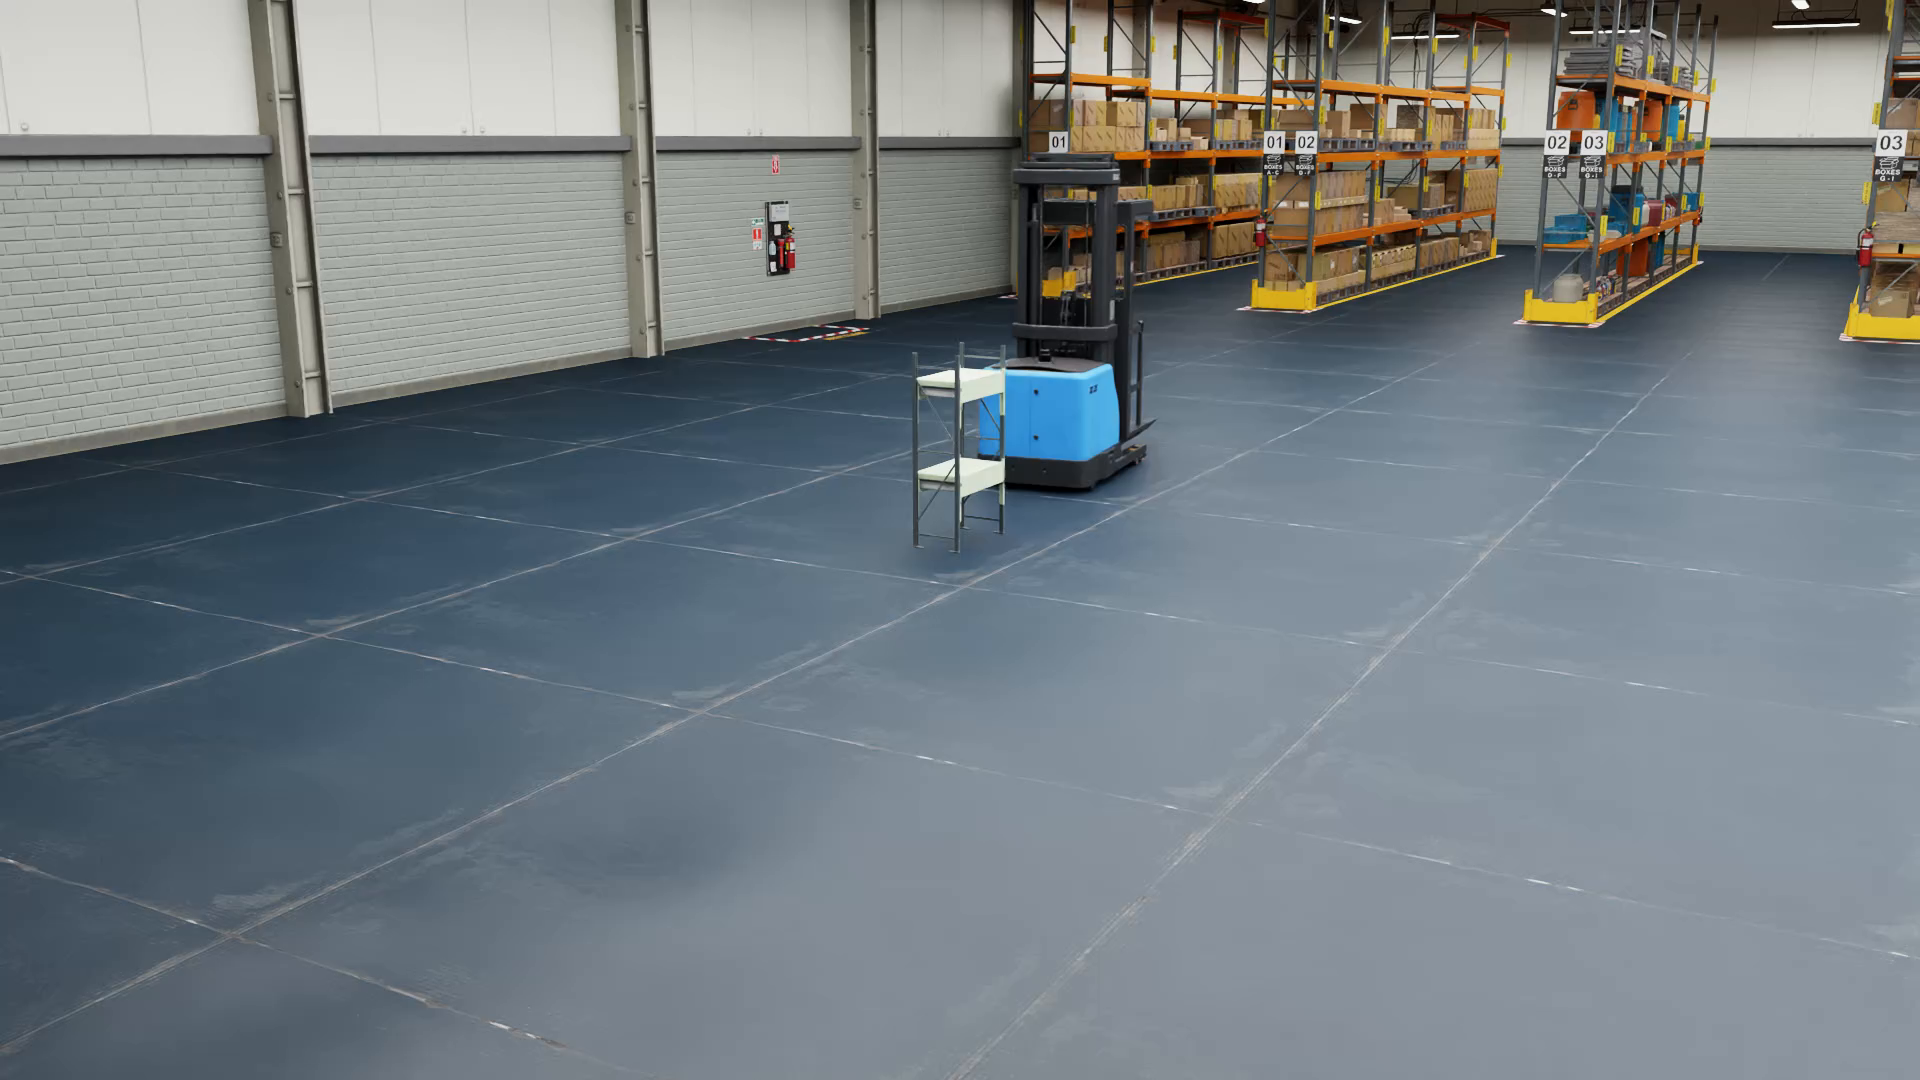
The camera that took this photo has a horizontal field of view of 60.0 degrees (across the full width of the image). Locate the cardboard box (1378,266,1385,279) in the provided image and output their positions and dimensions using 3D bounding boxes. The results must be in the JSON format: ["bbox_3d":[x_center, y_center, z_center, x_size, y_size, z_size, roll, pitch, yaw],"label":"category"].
[{"bbox_3d":[8.625,-5.636,34.982,0.500,0.250,0.500,8,16,29],"label":"cardboard box"}]

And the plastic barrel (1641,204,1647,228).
[{"bbox_3d":[13.719,-6.601,33.773,0.421,0.512,0.421,0,14,0],"label":"plastic barrel"}]

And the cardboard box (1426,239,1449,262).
[{"bbox_3d":[11.355,-6.912,39.699,0.500,0.500,0.500,8,16,29],"label":"cardboard box"}]

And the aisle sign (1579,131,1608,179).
[{"bbox_3d":[10.587,-6.442,27.809,0.394,0.787,0.004,7,15,28],"label":"aisle sign"}]

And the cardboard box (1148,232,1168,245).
[{"bbox_3d":[4.426,-6.884,37.981,0.500,0.250,0.500,7,15,26],"label":"cardboard box"}]

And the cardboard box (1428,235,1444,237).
[{"bbox_3d":[11.859,-7.398,41.716,0.500,0.500,0.500,7,15,28],"label":"cardboard box"}]

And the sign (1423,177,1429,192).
[{"bbox_3d":[10.386,-7.930,37.058,0.100,0.325,0.005,7,15,28],"label":"sign"}]

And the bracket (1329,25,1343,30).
[{"bbox_3d":[11.347,-15.360,49.865,0.076,0.066,3.189,7,15,28],"label":"bracket"}]

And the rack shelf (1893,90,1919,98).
[{"bbox_3d":[19.535,-9.089,33.923,1.077,0.370,4.000,7,15,28],"label":"rack shelf"}]

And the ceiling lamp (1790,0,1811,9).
[{"bbox_3d":[18.213,-12.954,35.112,0.800,3.185,2.000,7,15,28],"label":"ceiling lamp"}]

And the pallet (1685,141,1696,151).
[{"bbox_3d":[15.873,-8.883,37.482,1.213,0.211,1.003,7,15,28],"label":"pallet"}]

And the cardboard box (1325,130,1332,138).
[{"bbox_3d":[6.754,-7.618,31.174,0.380,0.149,0.250,7,15,28],"label":"cardboard box"}]

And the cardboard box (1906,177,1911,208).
[{"bbox_3d":[15.930,-5.734,27.438,0.500,0.500,0.500,7,15,28],"label":"cardboard box"}]

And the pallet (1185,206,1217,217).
[{"bbox_3d":[5.309,-7.739,39.143,1.213,0.211,1.003,7,15,28],"label":"pallet"}]

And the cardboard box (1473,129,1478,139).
[{"bbox_3d":[12.525,-10.053,41.187,0.500,0.250,0.500,7,15,28],"label":"cardboard box"}]

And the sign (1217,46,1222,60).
[{"bbox_3d":[6.040,-11.340,38.708,0.100,0.325,0.005,7,15,28],"label":"sign"}]

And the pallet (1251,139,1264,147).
[{"bbox_3d":[7.898,-10.393,43.531,1.003,0.211,1.213,7,15,28],"label":"pallet"}]

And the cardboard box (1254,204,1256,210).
[{"bbox_3d":[7.312,-8.495,42.362,0.380,0.149,0.250,8,16,30],"label":"cardboard box"}]

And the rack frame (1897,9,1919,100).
[{"bbox_3d":[22.436,-10.864,38.898,1.000,3.000,0.127,7,15,28],"label":"rack frame"}]

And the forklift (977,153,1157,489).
[{"bbox_3d":[1.174,-2.178,15.815,1.130,2.935,3.031,5,15,21],"label":"forklift"}]

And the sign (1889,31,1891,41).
[{"bbox_3d":[18.081,-9.816,32.220,0.100,0.325,0.005,7,15,28],"label":"sign"}]

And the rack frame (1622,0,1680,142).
[{"bbox_3d":[14.233,-9.784,34.418,1.000,3.000,0.127,7,15,28],"label":"rack frame"}]

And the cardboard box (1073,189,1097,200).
[{"bbox_3d":[2.434,-6.815,33.577,0.500,0.500,0.500,7,15,28],"label":"cardboard box"}]

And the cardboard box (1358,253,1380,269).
[{"bbox_3d":[8.382,-5.806,34.490,0.500,0.311,0.500,7,15,28],"label":"cardboard box"}]

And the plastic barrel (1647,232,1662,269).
[{"bbox_3d":[15.546,-6.618,37.664,0.600,0.901,0.708,7,15,28],"label":"plastic barrel"}]

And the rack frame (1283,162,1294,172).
[{"bbox_3d":[9.427,-9.632,46.585,1.000,3.000,0.127,7,15,28],"label":"rack frame"}]

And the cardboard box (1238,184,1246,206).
[{"bbox_3d":[6.766,-8.580,41.331,0.500,0.500,0.500,8,16,30],"label":"cardboard box"}]

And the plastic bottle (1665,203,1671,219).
[{"bbox_3d":[15.919,-7.401,37.437,0.144,0.351,0.185,7,15,28],"label":"plastic bottle"}]

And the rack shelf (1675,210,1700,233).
[{"bbox_3d":[17.133,-7.749,40.311,1.077,0.370,4.000,7,15,28],"label":"rack shelf"}]

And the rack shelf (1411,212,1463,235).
[{"bbox_3d":[10.865,-7.490,39.238,1.077,0.370,4.000,7,15,28],"label":"rack shelf"}]

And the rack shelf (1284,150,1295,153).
[{"bbox_3d":[8.461,-10.330,44.616,1.077,0.370,4.000,7,15,28],"label":"rack shelf"}]

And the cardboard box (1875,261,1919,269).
[{"bbox_3d":[18.262,-5.166,32.455,0.700,0.500,0.500,6,15,25],"label":"cardboard box"}]

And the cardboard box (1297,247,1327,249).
[{"bbox_3d":[6.983,-5.576,33.134,0.500,0.500,0.500,7,15,28],"label":"cardboard box"}]

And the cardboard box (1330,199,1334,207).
[{"bbox_3d":[6.907,-6.421,31.668,0.380,0.149,0.250,7,15,26],"label":"cardboard box"}]

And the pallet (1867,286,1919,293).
[{"bbox_3d":[18.189,-4.791,32.456,1.003,0.211,1.213,7,15,28],"label":"pallet"}]

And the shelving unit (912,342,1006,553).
[{"bbox_3d":[-0.003,-0.728,12.852,0.431,1.500,0.755,7,15,28],"label":"shelving unit"}]

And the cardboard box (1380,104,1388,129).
[{"bbox_3d":[8.552,-8.805,34.579,0.500,0.500,0.500,9,16,33],"label":"cardboard box"}]

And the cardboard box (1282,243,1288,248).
[{"bbox_3d":[8.441,-8.149,44.874,0.700,0.500,0.500,8,16,29],"label":"cardboard box"}]

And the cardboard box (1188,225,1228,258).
[{"bbox_3d":[6.030,-7.285,40.544,0.750,0.750,0.750,7,15,27],"label":"cardboard box"}]

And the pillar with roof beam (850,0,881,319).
[{"bbox_3d":[2.142,-7.788,26.139,9.100,9.000,0.400,7,15,28],"label":"pillar with roof beam"}]

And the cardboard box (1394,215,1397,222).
[{"bbox_3d":[9.331,-7.040,36.370,0.380,0.149,0.250,9,16,32],"label":"cardboard box"}]

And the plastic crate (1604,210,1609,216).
[{"bbox_3d":[12.560,-6.301,32.804,0.392,0.384,0.575,7,15,28],"label":"plastic crate"}]

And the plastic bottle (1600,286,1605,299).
[{"bbox_3d":[11.680,-4.521,30.269,0.097,0.271,0.097,0,14,0],"label":"plastic bottle"}]

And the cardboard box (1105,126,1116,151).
[{"bbox_3d":[2.852,-8.231,34.120,0.500,0.500,0.500,8,16,31],"label":"cardboard box"}]

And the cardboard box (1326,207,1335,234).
[{"bbox_3d":[6.762,-6.141,31.892,0.700,0.500,0.500,7,15,28],"label":"cardboard box"}]

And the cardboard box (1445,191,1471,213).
[{"bbox_3d":[12.317,-8.373,41.150,0.500,0.500,0.500,8,16,30],"label":"cardboard box"}]

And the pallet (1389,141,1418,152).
[{"bbox_3d":[9.110,-8.417,35.550,1.003,0.211,1.213,8,16,31],"label":"pallet"}]

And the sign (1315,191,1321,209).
[{"bbox_3d":[6.514,-6.184,30.267,0.100,0.325,0.005,7,15,28],"label":"sign"}]

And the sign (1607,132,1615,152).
[{"bbox_3d":[10.845,-6.626,27.698,0.100,0.325,0.005,7,15,28],"label":"sign"}]

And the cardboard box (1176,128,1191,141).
[{"bbox_3d":[4.852,-9.253,38.351,0.797,0.503,0.637,10,17,36],"label":"cardboard box"}]
